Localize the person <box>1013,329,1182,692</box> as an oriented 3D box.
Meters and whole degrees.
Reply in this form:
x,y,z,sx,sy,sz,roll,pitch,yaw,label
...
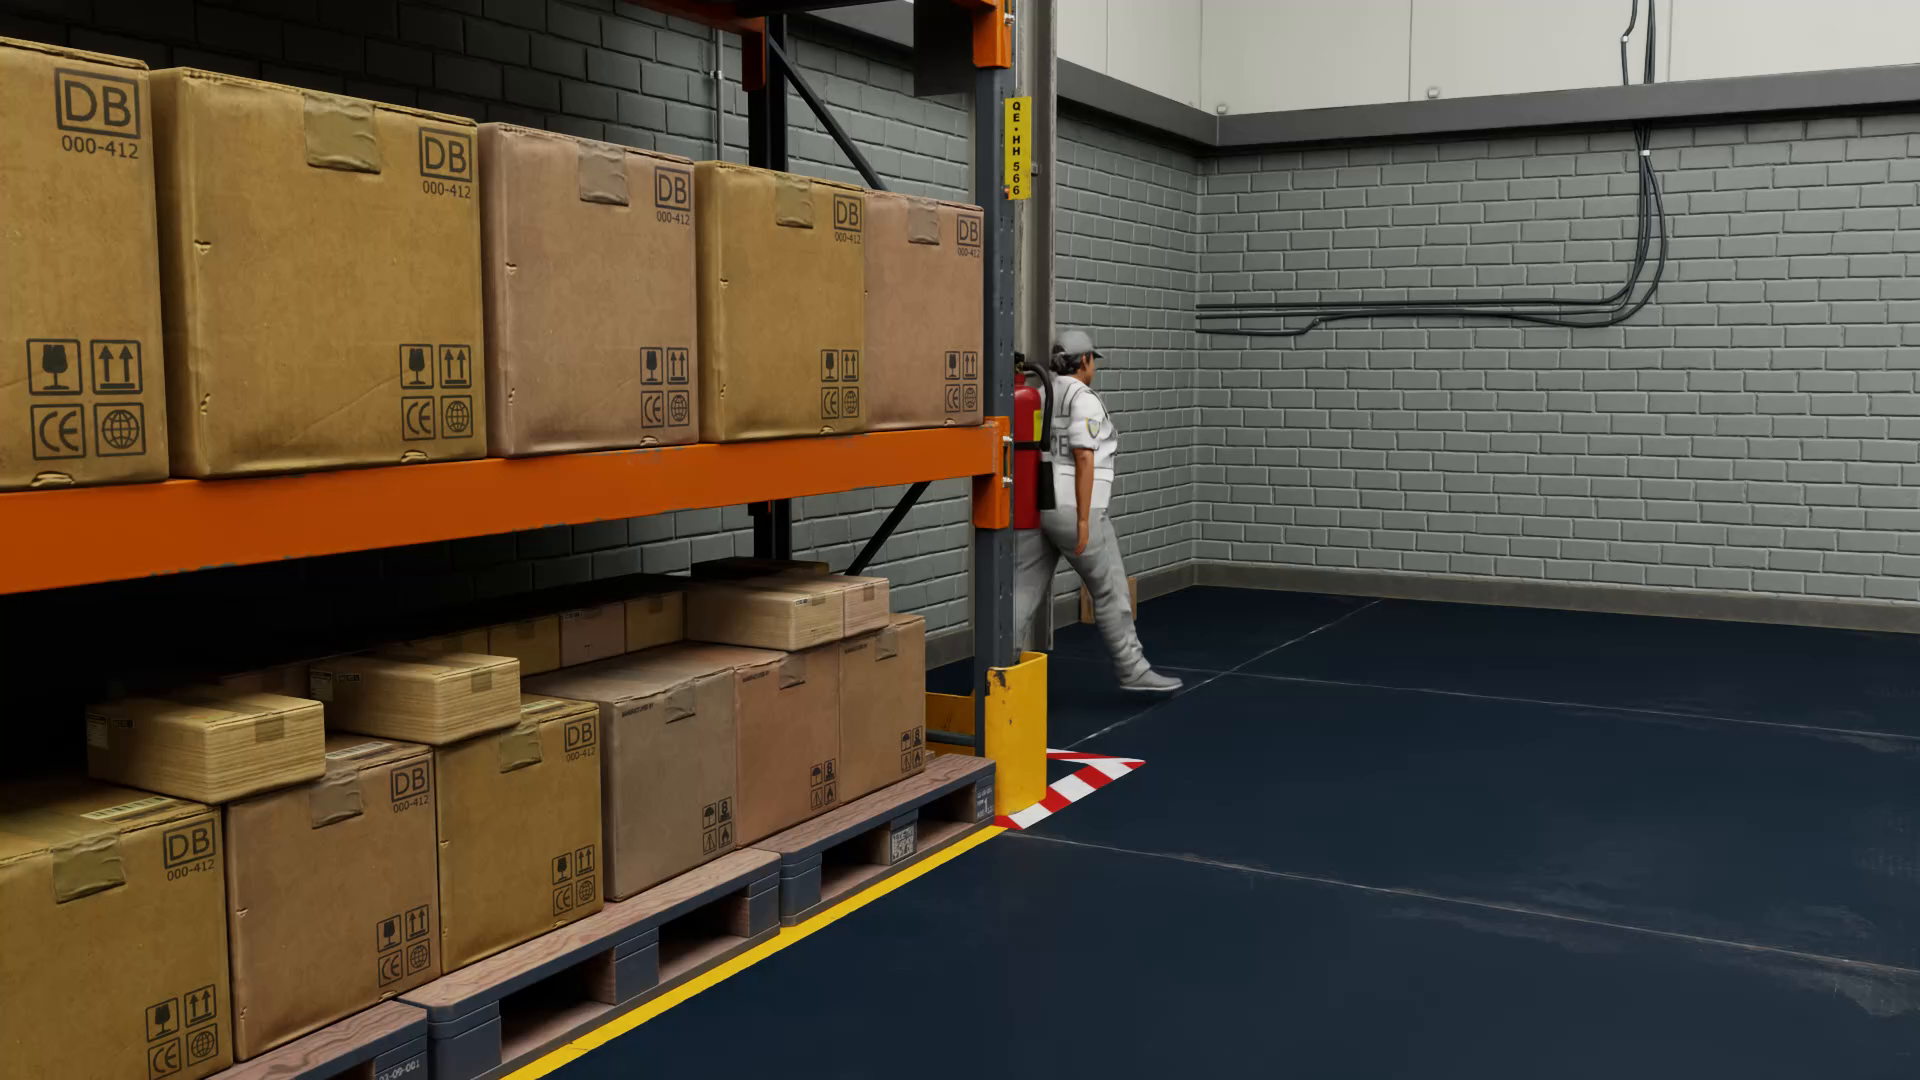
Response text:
x,y,z,sx,sy,sz,roll,pitch,yaw,label
0.500,-0.114,7.303,0.898,1.614,0.548,-5,8,-39,person
